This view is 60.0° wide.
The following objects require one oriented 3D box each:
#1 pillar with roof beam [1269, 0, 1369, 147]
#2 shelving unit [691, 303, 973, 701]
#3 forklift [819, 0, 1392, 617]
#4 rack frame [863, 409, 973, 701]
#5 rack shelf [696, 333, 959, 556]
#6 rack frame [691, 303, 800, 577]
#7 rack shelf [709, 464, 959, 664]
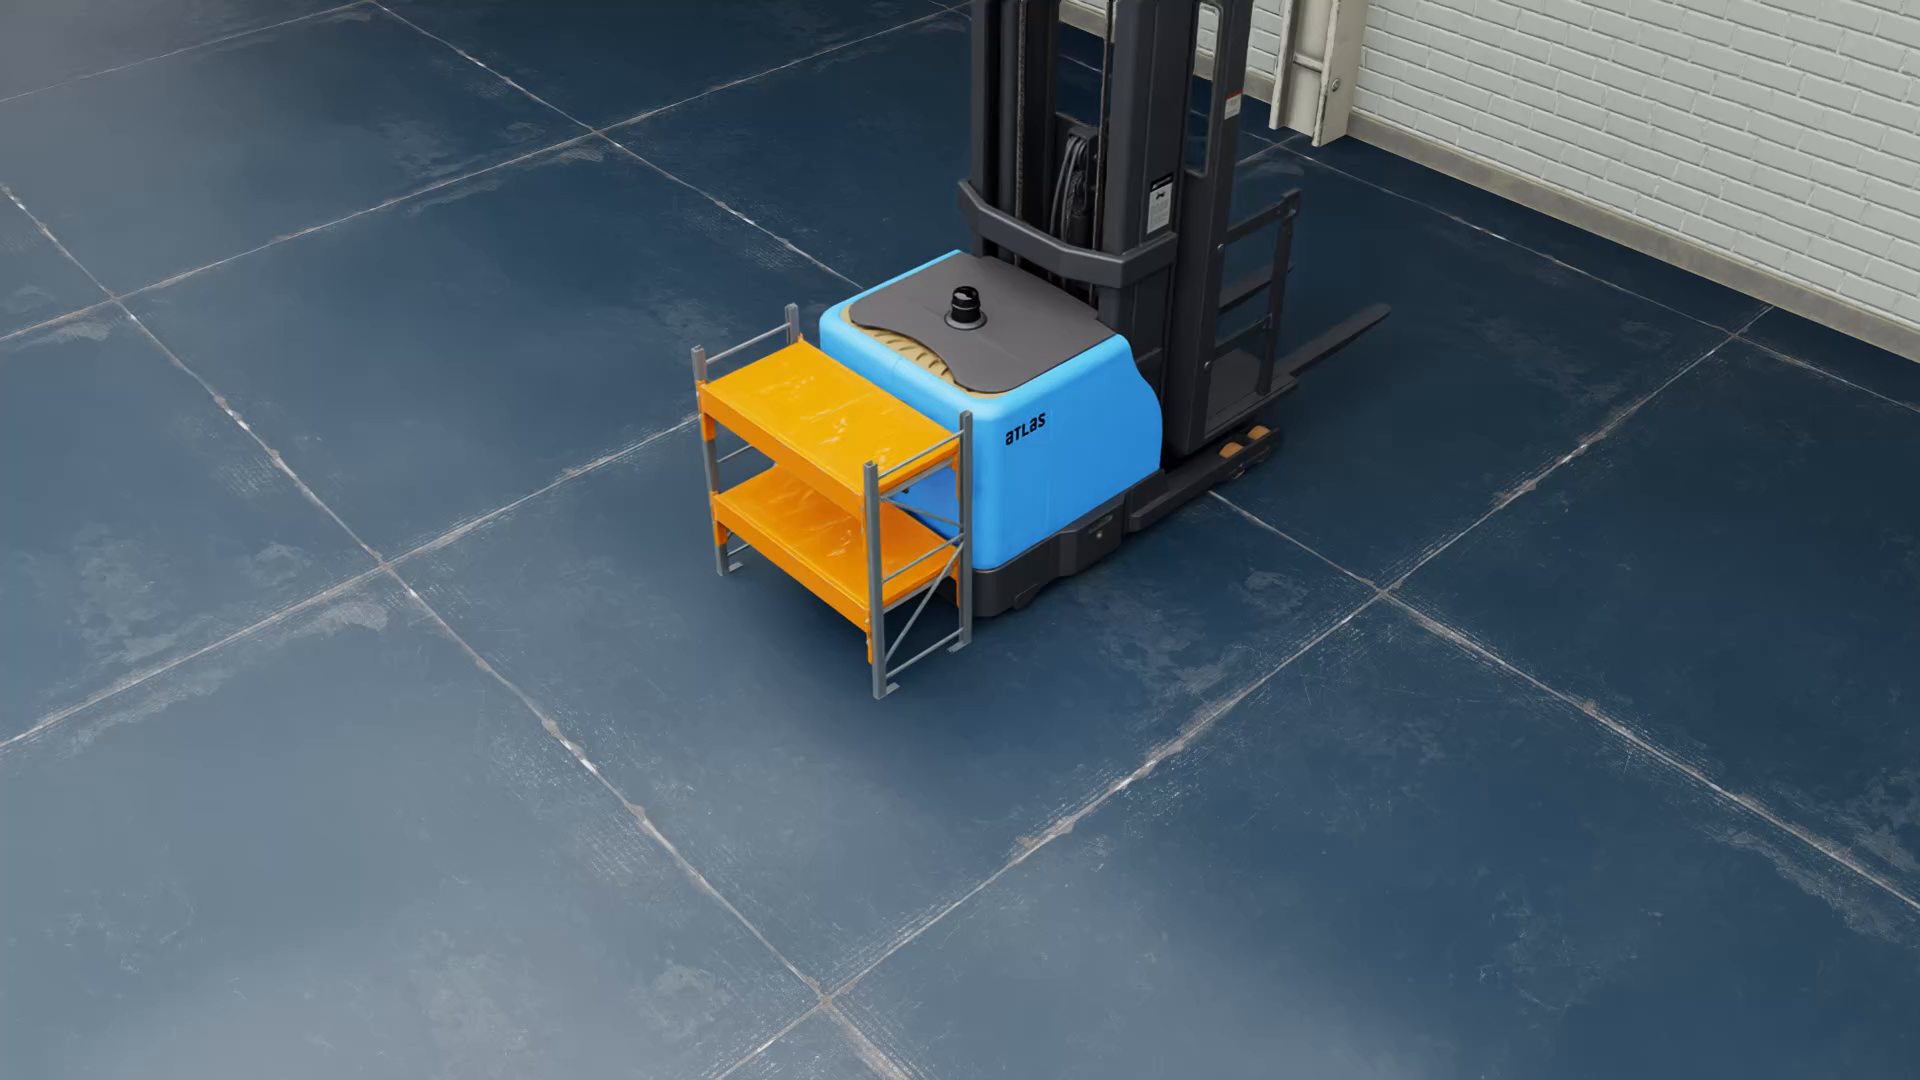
[{"bbox_3d":[-0.984,-4.248,5.347,9.100,9.000,0.400,-30,48,-32],"label":"pillar with roof beam"},{"bbox_3d":[-0.491,-0.160,6.553,0.538,1.125,1.048,-30,48,-32],"label":"shelving unit"},{"bbox_3d":[0.836,-1.634,6.940,3.031,2.935,1.130,-31,48,-32],"label":"forklift"},{"bbox_3d":[-0.145,0.074,6.263,0.500,1.125,0.032,-30,48,-32],"label":"rack frame"},{"bbox_3d":[-0.491,-0.388,6.369,0.538,0.278,1.000,-30,48,-32],"label":"rack shelf"},{"bbox_3d":[-0.838,-0.394,6.843,0.500,1.125,0.032,-30,48,-32],"label":"rack frame"},{"bbox_3d":[-0.491,0.030,6.707,0.538,0.278,1.000,-30,48,-32],"label":"rack shelf"}]
